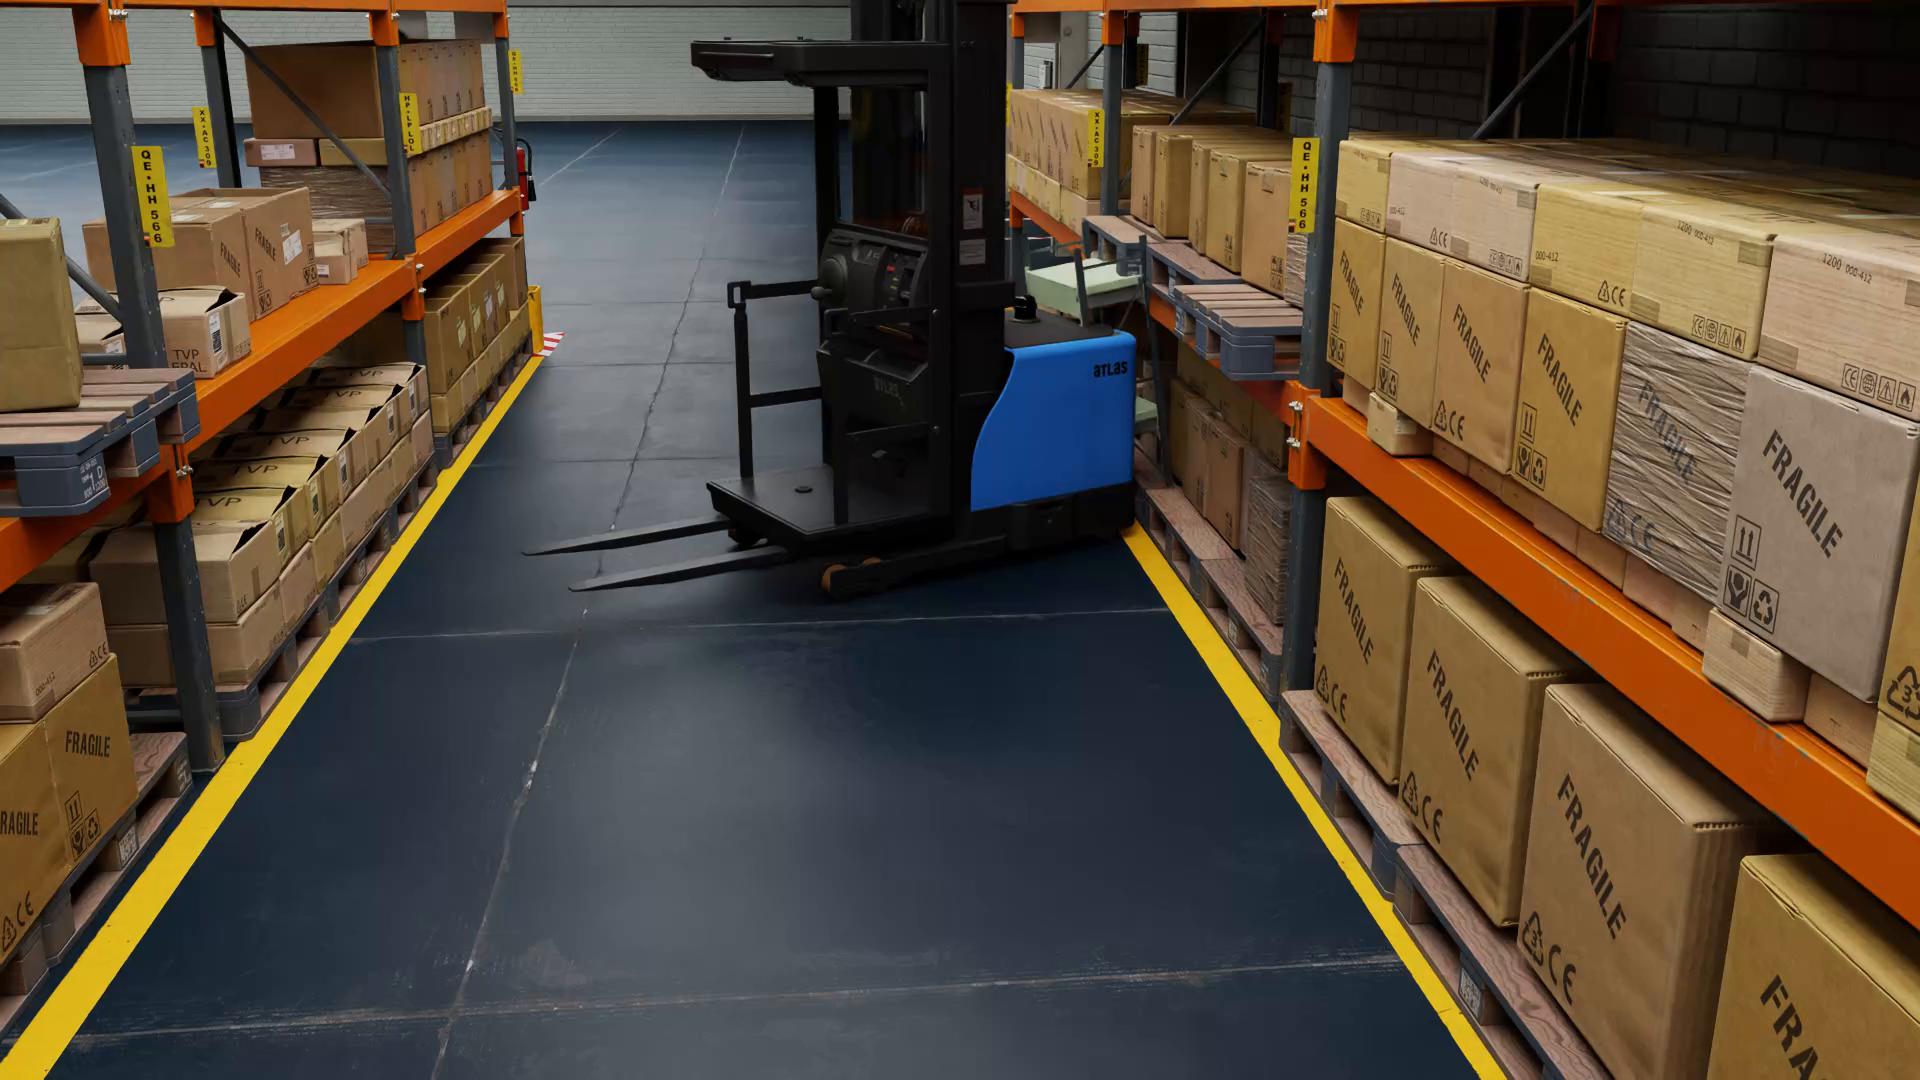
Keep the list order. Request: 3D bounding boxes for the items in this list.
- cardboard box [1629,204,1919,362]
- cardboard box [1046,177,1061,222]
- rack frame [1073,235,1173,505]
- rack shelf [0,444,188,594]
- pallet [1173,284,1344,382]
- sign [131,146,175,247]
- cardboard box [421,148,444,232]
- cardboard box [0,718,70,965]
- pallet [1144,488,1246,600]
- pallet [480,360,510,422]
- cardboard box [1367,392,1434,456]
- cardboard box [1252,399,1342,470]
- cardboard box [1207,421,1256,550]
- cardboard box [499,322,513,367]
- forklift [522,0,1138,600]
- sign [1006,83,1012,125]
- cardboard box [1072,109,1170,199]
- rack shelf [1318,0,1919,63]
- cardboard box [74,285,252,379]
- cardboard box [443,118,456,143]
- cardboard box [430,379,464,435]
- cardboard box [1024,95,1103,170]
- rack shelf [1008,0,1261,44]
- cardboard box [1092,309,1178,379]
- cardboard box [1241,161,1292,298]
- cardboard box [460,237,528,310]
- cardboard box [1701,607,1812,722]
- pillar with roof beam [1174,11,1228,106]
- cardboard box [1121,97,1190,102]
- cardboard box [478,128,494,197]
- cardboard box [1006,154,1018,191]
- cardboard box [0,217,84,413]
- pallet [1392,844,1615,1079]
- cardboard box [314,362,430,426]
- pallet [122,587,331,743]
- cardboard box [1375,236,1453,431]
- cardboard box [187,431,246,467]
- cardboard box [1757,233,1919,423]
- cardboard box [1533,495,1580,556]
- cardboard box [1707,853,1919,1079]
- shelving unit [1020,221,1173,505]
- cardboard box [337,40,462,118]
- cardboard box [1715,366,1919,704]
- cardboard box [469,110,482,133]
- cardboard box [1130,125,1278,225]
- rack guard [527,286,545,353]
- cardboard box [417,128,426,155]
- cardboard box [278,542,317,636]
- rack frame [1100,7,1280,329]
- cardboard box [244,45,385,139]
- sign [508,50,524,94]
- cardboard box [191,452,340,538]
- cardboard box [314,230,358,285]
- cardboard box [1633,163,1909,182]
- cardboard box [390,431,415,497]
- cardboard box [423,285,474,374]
[{"bbox_3d":[1.758,-0.544,3.453,0.500,0.250,0.500,-1,17,-5],"label":"cardboard box"},{"bbox_3d":[0.870,-2.302,11.220,0.500,0.250,0.500,-2,18,-6],"label":"cardboard box"},{"bbox_3d":[0.864,-0.805,8.651,0.400,1.500,0.023,-14,20,-16],"label":"rack frame"},{"bbox_3d":[-2.977,0.350,3.754,1.077,0.370,4.000,-2,18,-6],"label":"rack shelf"},{"bbox_3d":[1.564,-0.860,6.730,1.213,0.211,1.003,-2,18,-6],"label":"pallet"},{"bbox_3d":[-2.645,-1.123,5.445,0.100,0.325,0.005,-2,18,-6],"label":"sign"},{"bbox_3d":[-3.757,-2.267,10.722,0.700,0.500,0.500,-2,17,-5],"label":"cardboard box"},{"bbox_3d":[-2.800,0.820,4.497,0.500,0.500,0.500,-2,18,-8],"label":"cardboard box"},{"bbox_3d":[1.542,-0.008,8.350,1.003,0.211,1.213,-2,18,-6],"label":"pallet"},{"bbox_3d":[-3.765,-1.053,11.677,1.003,0.211,1.213,-2,18,-6],"label":"pallet"},{"bbox_3d":[1.508,-0.370,5.234,0.380,0.149,0.250,-1,17,-4],"label":"cardboard box"},{"bbox_3d":[1.621,-0.502,7.457,0.500,0.250,0.500,-1,17,-5],"label":"cardboard box"},{"bbox_3d":[1.600,-0.277,7.991,0.700,0.500,0.500,-2,18,-6],"label":"cardboard box"},{"bbox_3d":[-3.543,-1.412,12.058,0.500,0.250,0.500,-2,18,-6],"label":"cardboard box"},{"bbox_3d":[-0.598,-1.297,7.914,3.031,2.935,1.130,-11,21,-31],"label":"forklift"},{"bbox_3d":[0.379,-3.522,13.444,0.100,0.325,0.005,-2,18,-6],"label":"sign"},{"bbox_3d":[0.974,-2.362,10.157,0.500,0.500,0.500,-2,18,-6],"label":"cardboard box"},{"bbox_3d":[1.950,-1.235,3.796,1.077,0.370,4.000,-2,18,-6],"label":"rack shelf"},{"bbox_3d":[-3.083,-0.819,6.425,0.500,0.311,0.500,-2,18,-6],"label":"cardboard box"},{"bbox_3d":[-3.618,-2.759,11.208,0.380,0.149,0.250,-2,18,-6],"label":"cardboard box"},{"bbox_3d":[-3.342,-0.816,10.159,0.500,0.250,0.500,-2,18,-6],"label":"cardboard box"},{"bbox_3d":[0.757,-2.969,12.091,0.500,0.500,0.500,-2,18,-7],"label":"cardboard box"},{"bbox_3d":[1.125,-3.618,11.388,1.077,0.370,4.000,-2,18,-6],"label":"rack shelf"},{"bbox_3d":[1.184,-1.260,11.121,0.500,0.500,0.500,-3,18,-10],"label":"cardboard box"},{"bbox_3d":[1.600,-1.306,6.927,0.700,0.500,0.500,-3,18,-11],"label":"cardboard box"},{"bbox_3d":[-3.657,-2.068,12.893,0.500,0.500,0.500,-2,18,-6],"label":"cardboard box"},{"bbox_3d":[1.722,0.237,3.299,0.380,0.149,0.250,-2,18,-6],"label":"cardboard box"},{"bbox_3d":[-2.431,-5.674,11.726,9.100,9.000,0.400,-2,18,-6],"label":"pillar with roof beam"},{"bbox_3d":[1.330,-2.834,11.661,0.500,0.500,0.500,-2,17,-5],"label":"cardboard box"},{"bbox_3d":[-3.973,-2.880,12.677,0.700,0.500,0.500,-2,18,-6],"label":"cardboard box"},{"bbox_3d":[0.653,-2.909,13.152,0.500,0.250,0.500,-2,18,-7],"label":"cardboard box"},{"bbox_3d":[-3.006,-0.653,4.880,0.700,0.500,0.500,-8,19,-24],"label":"cardboard box"},{"bbox_3d":[1.872,1.188,4.542,1.003,0.211,1.213,-2,18,-6],"label":"pallet"},{"bbox_3d":[-3.269,-0.825,9.249,0.500,0.311,0.500,-2,18,-6],"label":"cardboard box"},{"bbox_3d":[-3.230,0.495,6.747,1.003,0.211,1.213,-2,18,-6],"label":"pallet"},{"bbox_3d":[1.584,-0.633,4.989,0.500,0.500,0.500,-1,17,-4],"label":"cardboard box"},{"bbox_3d":[-3.641,-0.348,7.730,0.500,0.311,0.500,-1,17,-4],"label":"cardboard box"},{"bbox_3d":[1.810,-0.392,2.969,0.500,0.250,0.500,-1,17,-4],"label":"cardboard box"},{"bbox_3d":[1.716,-0.071,4.280,0.380,0.149,0.250,-2,18,-5],"label":"cardboard box"},{"bbox_3d":[1.960,1.085,3.102,0.750,0.750,0.750,-2,17,-5],"label":"cardboard box"},{"bbox_3d":[0.743,-0.903,8.982,0.431,1.500,0.755,-14,20,-16],"label":"shelving unit"},{"bbox_3d":[-3.855,-3.177,11.455,0.700,0.500,0.500,-2,18,-5],"label":"cardboard box"},{"bbox_3d":[1.795,-0.032,3.073,0.500,0.500,0.500,-2,18,-5],"label":"cardboard box"},{"bbox_3d":[-3.725,-3.067,12.189,0.380,0.149,0.250,-2,18,-6],"label":"cardboard box"},{"bbox_3d":[1.349,-2.039,9.264,0.700,0.500,0.500,-2,18,-5],"label":"cardboard box"},{"bbox_3d":[-4.011,-1.787,13.533,1.175,0.500,0.348,-2,18,-6],"label":"rack guard"},{"bbox_3d":[-3.514,-2.453,10.234,0.380,0.149,0.250,-2,18,-6],"label":"cardboard box"},{"bbox_3d":[-2.998,0.208,6.896,0.500,0.250,0.500,-2,18,-7],"label":"cardboard box"},{"bbox_3d":[1.331,-1.935,9.831,1.000,3.000,0.127,-2,18,-6],"label":"rack frame"},{"bbox_3d":[-3.648,-2.579,9.551,0.700,0.500,0.500,-2,18,-5],"label":"cardboard box"},{"bbox_3d":[-3.467,-3.650,12.967,0.100,0.325,0.005,-2,18,-6],"label":"sign"},{"bbox_3d":[-3.058,-0.218,7.317,0.500,0.311,0.500,-2,18,-7],"label":"cardboard box"},{"bbox_3d":[-3.323,-1.460,8.544,0.396,0.266,0.258,-2,18,-7],"label":"cardboard box"},{"bbox_3d":[2.148,-0.865,4.476,0.500,0.250,0.500,-2,18,-7],"label":"cardboard box"},{"bbox_3d":[-3.215,-0.403,8.844,0.500,0.250,0.500,-2,18,-6],"label":"cardboard box"},{"bbox_3d":[-3.392,-1.323,10.521,0.500,0.500,0.500,-2,18,-6],"label":"cardboard box"}]
